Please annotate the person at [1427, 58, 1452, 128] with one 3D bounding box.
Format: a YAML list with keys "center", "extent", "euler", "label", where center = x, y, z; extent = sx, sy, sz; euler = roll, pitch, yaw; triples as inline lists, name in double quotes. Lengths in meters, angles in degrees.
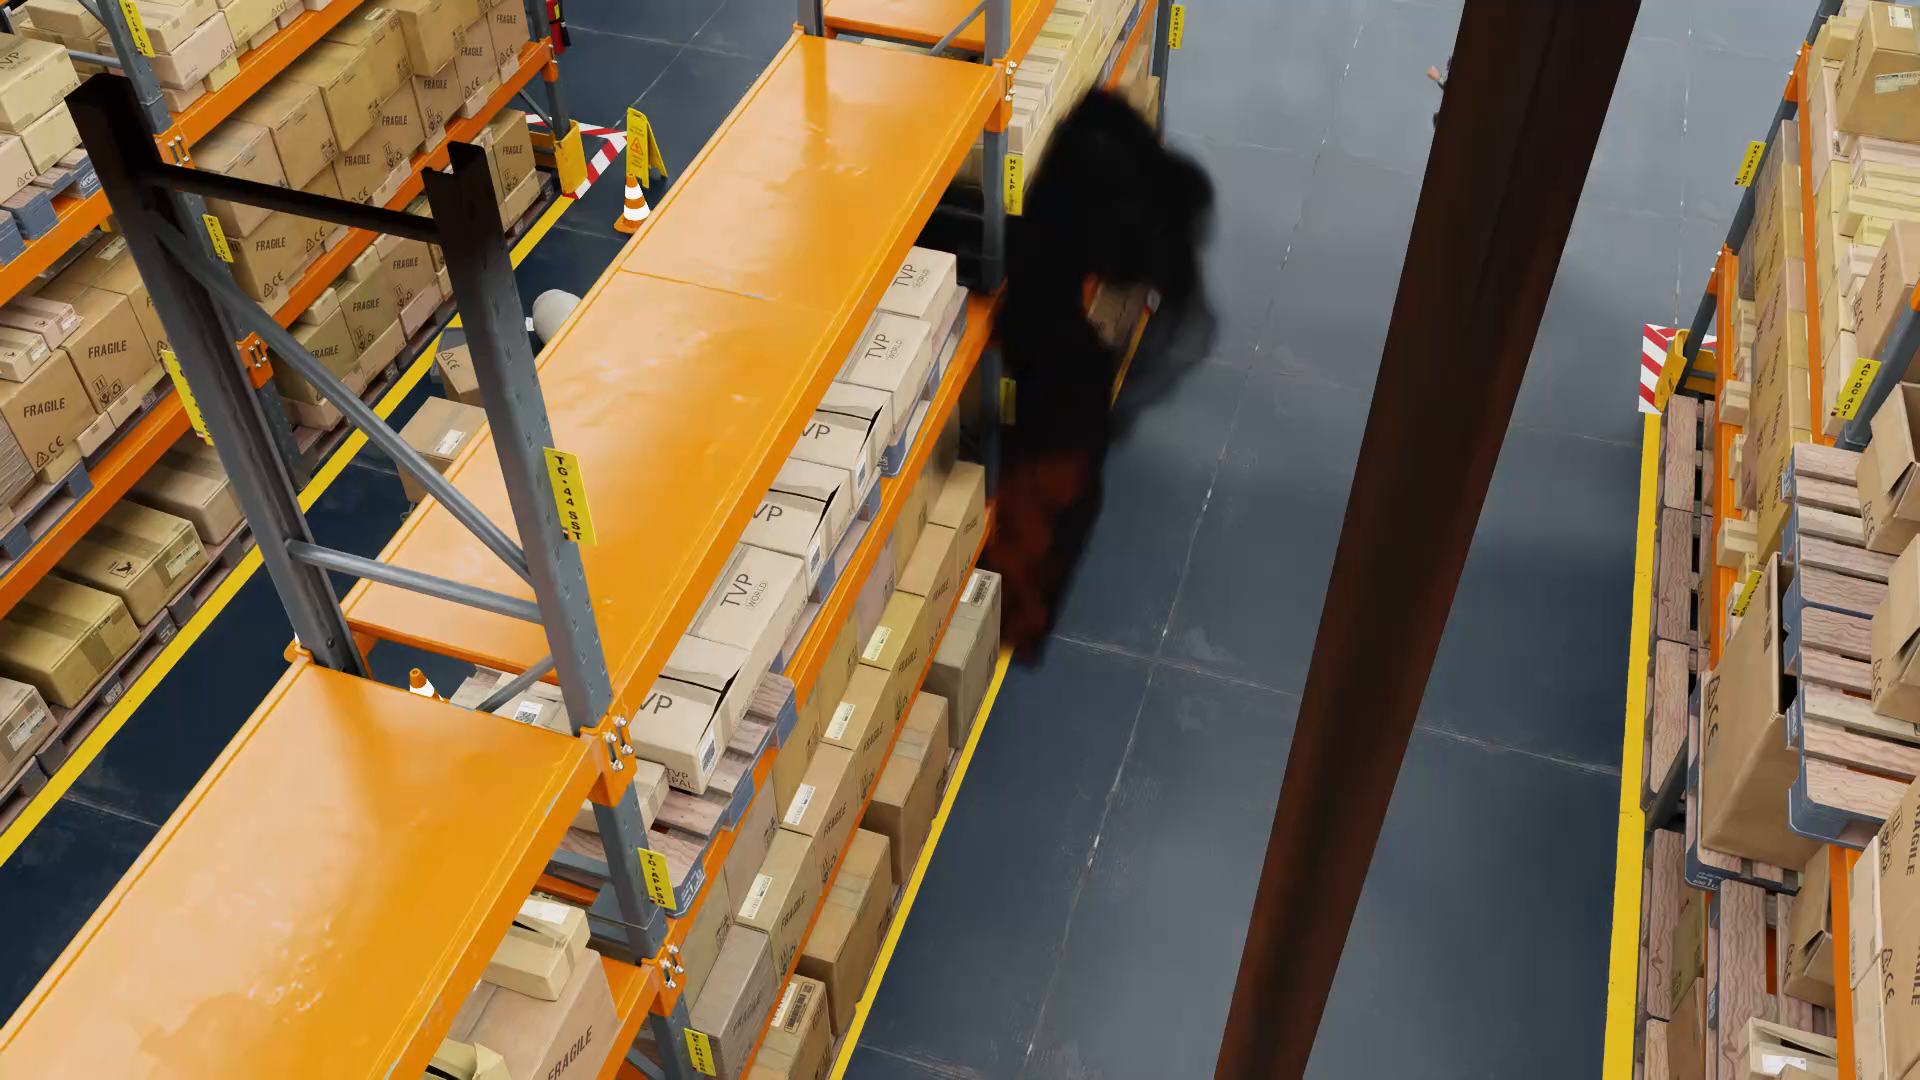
- center: [4.062, -3.547, 13.500]
  extent: [0.509, 1.538, 0.690]
  euler: [-32, 54, -28]
  label: "person"
